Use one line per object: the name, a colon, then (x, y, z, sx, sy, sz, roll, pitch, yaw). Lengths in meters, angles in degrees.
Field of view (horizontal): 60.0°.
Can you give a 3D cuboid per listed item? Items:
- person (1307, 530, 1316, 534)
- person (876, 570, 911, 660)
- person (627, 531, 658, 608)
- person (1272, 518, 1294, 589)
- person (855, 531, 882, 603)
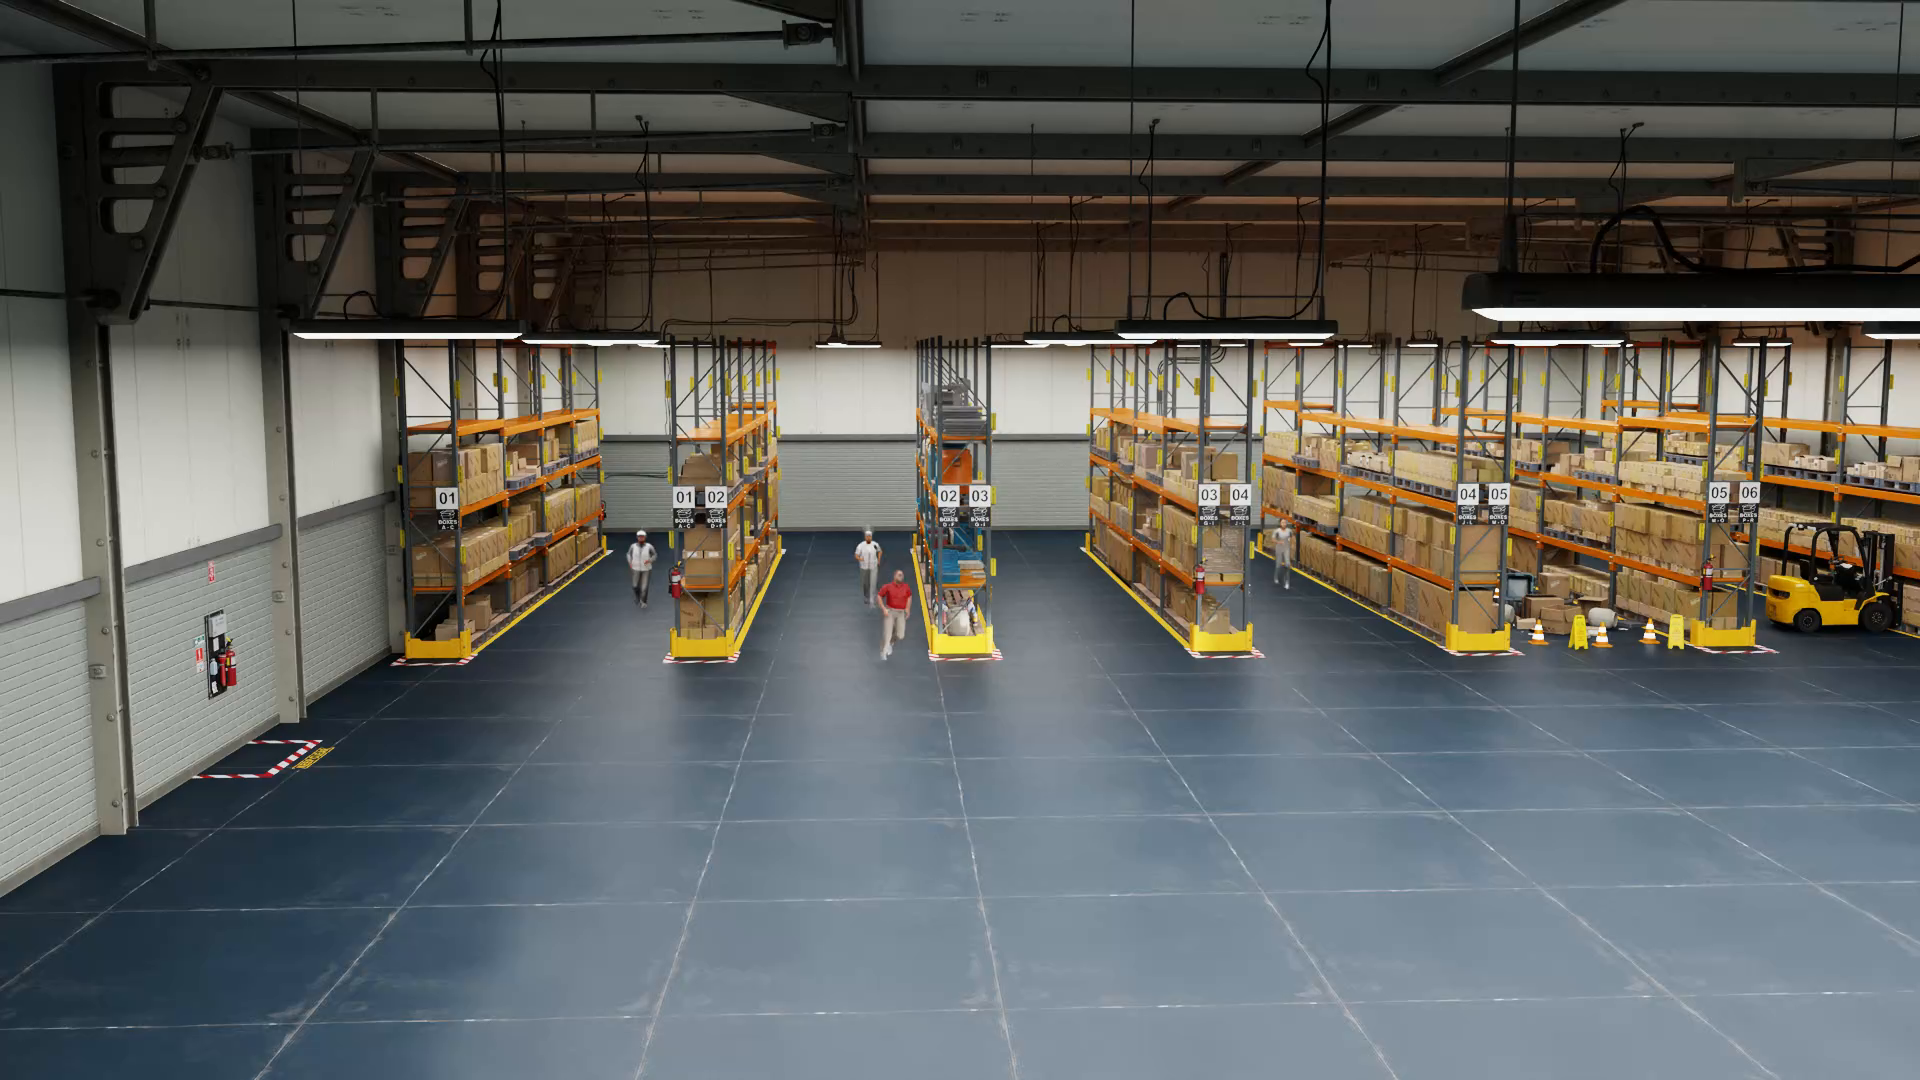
person: (10.386, -0.643, 48.641, 0.711, 1.719, 0.626, -3, 7, -22)
person: (-1.199, 1.387, 31.002, 0.714, 1.663, 0.543, -2, 7, -20)
person: (-7.081, 0.660, 36.975, 0.703, 1.743, 0.542, 0, 6, -1)
person: (7.838, 0.324, 40.398, 0.584, 1.736, 0.747, 0, 6, -3)
person: (-2.002, 0.581, 36.430, 0.612, 1.575, 0.767, -1, 7, -5)
